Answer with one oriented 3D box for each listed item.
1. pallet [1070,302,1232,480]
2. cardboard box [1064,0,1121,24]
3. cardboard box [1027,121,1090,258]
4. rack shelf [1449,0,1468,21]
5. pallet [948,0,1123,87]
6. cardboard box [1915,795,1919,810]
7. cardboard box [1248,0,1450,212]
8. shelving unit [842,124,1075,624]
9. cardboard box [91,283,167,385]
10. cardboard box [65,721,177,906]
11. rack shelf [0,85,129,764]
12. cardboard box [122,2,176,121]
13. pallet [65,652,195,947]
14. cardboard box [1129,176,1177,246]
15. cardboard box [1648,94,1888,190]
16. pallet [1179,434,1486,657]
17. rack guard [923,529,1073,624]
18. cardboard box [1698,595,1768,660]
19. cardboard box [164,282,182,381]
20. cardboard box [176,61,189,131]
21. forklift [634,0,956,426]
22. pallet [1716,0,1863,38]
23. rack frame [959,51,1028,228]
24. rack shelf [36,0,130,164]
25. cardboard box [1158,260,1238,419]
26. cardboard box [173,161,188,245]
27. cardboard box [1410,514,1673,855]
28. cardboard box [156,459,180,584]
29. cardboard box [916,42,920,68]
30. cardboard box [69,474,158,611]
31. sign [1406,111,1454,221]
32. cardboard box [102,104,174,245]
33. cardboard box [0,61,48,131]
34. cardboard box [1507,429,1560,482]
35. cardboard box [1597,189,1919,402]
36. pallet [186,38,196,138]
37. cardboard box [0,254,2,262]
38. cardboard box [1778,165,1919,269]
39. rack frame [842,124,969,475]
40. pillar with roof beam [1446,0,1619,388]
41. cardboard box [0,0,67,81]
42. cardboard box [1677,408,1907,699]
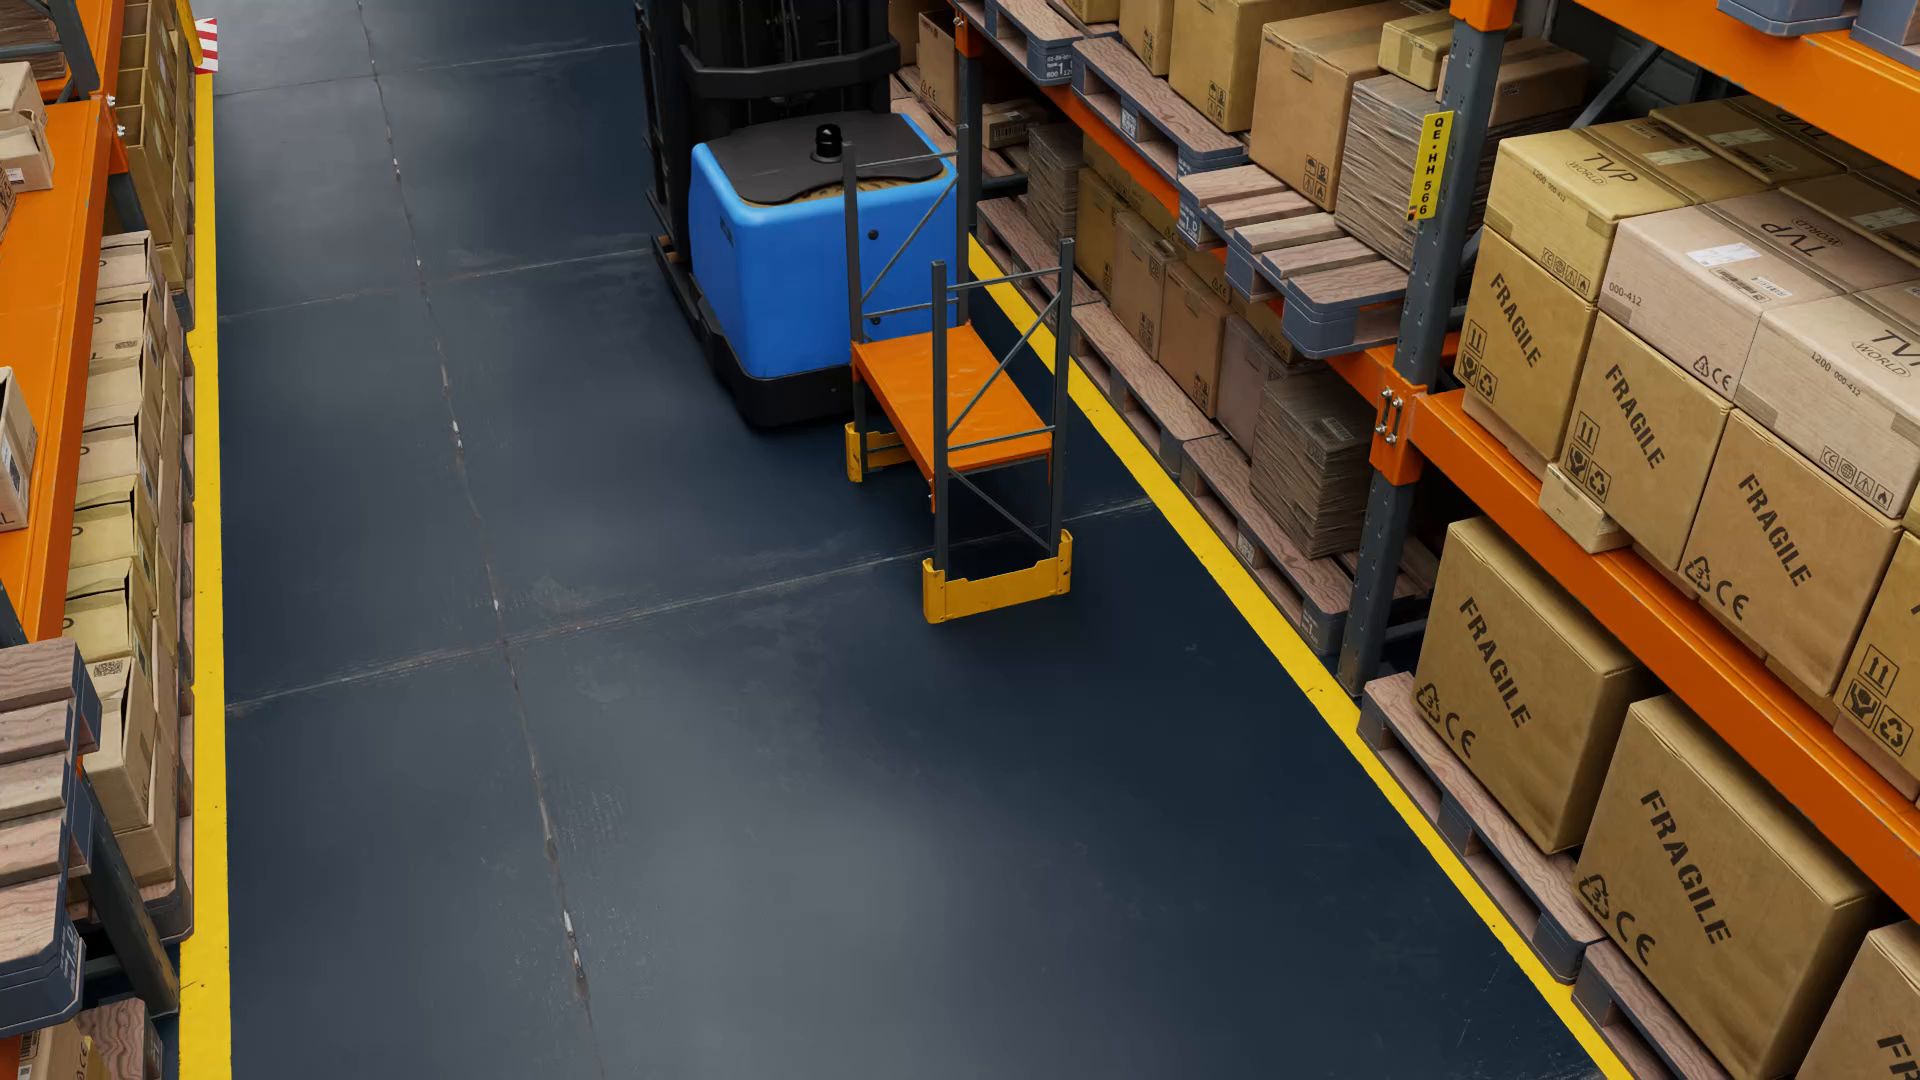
[{"bbox_3d":[1.177,-0.776,7.605,1.003,0.211,1.213,-12,39,-16],"label":"pallet"},{"bbox_3d":[0.813,-2.624,7.292,0.700,0.500,0.500,-9,38,-11],"label":"cardboard box"},{"bbox_3d":[0.754,-1.785,8.339,0.700,0.500,0.500,-11,38,-14],"label":"cardboard box"},{"bbox_3d":[1.173,-2.801,6.080,1.077,0.370,4.000,-12,39,-16],"label":"rack shelf"},{"bbox_3d":[0.611,-2.482,7.711,1.003,0.211,1.213,-12,39,-16],"label":"pallet"},{"bbox_3d":[2.379,0.580,3.679,0.380,0.149,0.250,-11,38,-15],"label":"cardboard box"},{"bbox_3d":[1.472,-1.550,5.865,0.700,0.500,0.500,-16,40,-20],"label":"cardboard box"},{"bbox_3d":[-0.026,-0.642,6.356,0.587,1.500,1.083,-12,39,-16],"label":"shelving unit"},{"bbox_3d":[-3.572,-0.824,6.821,0.500,0.311,0.500,-11,38,-15],"label":"cardboard box"},{"bbox_3d":[-2.693,0.841,5.076,0.500,0.250,0.500,-13,39,-16],"label":"cardboard box"},{"bbox_3d":[-3.477,-0.575,5.618,1.077,0.370,4.000,-12,39,-16],"label":"rack shelf"},{"bbox_3d":[-4.549,-2.535,8.935,0.500,0.500,0.500,-12,39,-16],"label":"cardboard box"},{"bbox_3d":[-3.035,0.908,5.369,1.003,0.211,1.213,-12,39,-16],"label":"pallet"},{"bbox_3d":[1.091,-1.543,7.394,0.500,0.250,0.500,-14,39,-17],"label":"cardboard box"},{"bbox_3d":[2.261,-1.024,4.646,0.500,0.250,0.500,-11,38,-15],"label":"cardboard box"},{"bbox_3d":[1.594,-0.088,6.692,1.003,0.211,1.213,-12,39,-16],"label":"pallet"},{"bbox_3d":[0.145,0.138,6.358,0.587,0.250,0.087,-12,39,-16],"label":"rack guard"},{"bbox_3d":[2.147,0.139,4.265,0.380,0.149,0.250,-12,39,-15],"label":"cardboard box"},{"bbox_3d":[-3.750,-0.888,7.372,0.500,0.250,0.500,-13,39,-16],"label":"cardboard box"},{"bbox_3d":[-4.723,-2.518,9.536,0.500,0.250,0.500,-12,39,-16],"label":"cardboard box"},{"bbox_3d":[-0.953,-2.555,7.706,1.130,2.935,3.031,-13,39,-17],"label":"forklift"},{"bbox_3d":[2.132,-1.530,3.953,1.213,0.211,1.003,-11,38,-14],"label":"pallet"},{"bbox_3d":[0.485,-3.020,8.266,1.000,3.000,0.127,-12,39,-16],"label":"rack frame"},{"bbox_3d":[-4.854,-2.835,8.618,1.077,0.370,4.000,-12,39,-16],"label":"rack shelf"},{"bbox_3d":[1.299,-0.924,7.195,0.700,0.500,0.500,-13,39,-16],"label":"cardboard box"},{"bbox_3d":[-4.207,-1.670,8.410,0.500,0.250,0.500,-12,39,-16],"label":"cardboard box"},{"bbox_3d":[1.991,0.373,5.199,0.750,0.750,0.750,-13,39,-17],"label":"cardboard box"},{"bbox_3d":[-3.228,-0.025,6.226,0.500,0.250,0.500,-12,39,-15],"label":"cardboard box"},{"bbox_3d":[-0.047,-2.965,10.197,0.380,0.149,0.250,-16,40,-20],"label":"cardboard box"},{"bbox_3d":[-3.055,0.034,5.683,0.500,0.311,0.500,-13,39,-17],"label":"cardboard box"},{"bbox_3d":[1.355,-1.074,4.786,0.100,0.325,0.005,-12,39,-16],"label":"sign"},{"bbox_3d":[-4.031,-1.688,7.811,0.500,0.500,0.500,-12,39,-16],"label":"cardboard box"},{"bbox_3d":[-3.955,-1.663,6.590,0.500,0.250,0.500,-10,38,-13],"label":"cardboard box"},{"bbox_3d":[1.835,-0.290,4.834,0.380,0.149,0.250,-12,39,-15],"label":"cardboard box"},{"bbox_3d":[1.961,-0.613,4.101,0.500,0.250,0.500,-13,39,-17],"label":"cardboard box"},{"bbox_3d":[-5.239,-2.715,10.179,1.003,0.211,1.213,-12,39,-16],"label":"pallet"},{"bbox_3d":[-3.563,-1.015,5.521,0.500,0.500,0.500,-12,39,-16],"label":"cardboard box"},{"bbox_3d":[2.436,-0.731,4.257,0.500,0.250,0.500,-14,39,-17],"label":"cardboard box"},{"bbox_3d":[-0.204,-0.934,6.744,0.500,1.500,0.032,-12,39,-16],"label":"rack frame"},{"bbox_3d":[-1.816,-3.179,3.491,9.100,9.000,0.400,-12,39,-16],"label":"pillar with roof beam"},{"bbox_3d":[-4.324,-2.282,7.203,0.700,0.500,0.500,-13,39,-17],"label":"cardboard box"},{"bbox_3d":[2.129,-0.021,3.938,0.500,0.500,0.500,-13,39,-16],"label":"cardboard box"}]
